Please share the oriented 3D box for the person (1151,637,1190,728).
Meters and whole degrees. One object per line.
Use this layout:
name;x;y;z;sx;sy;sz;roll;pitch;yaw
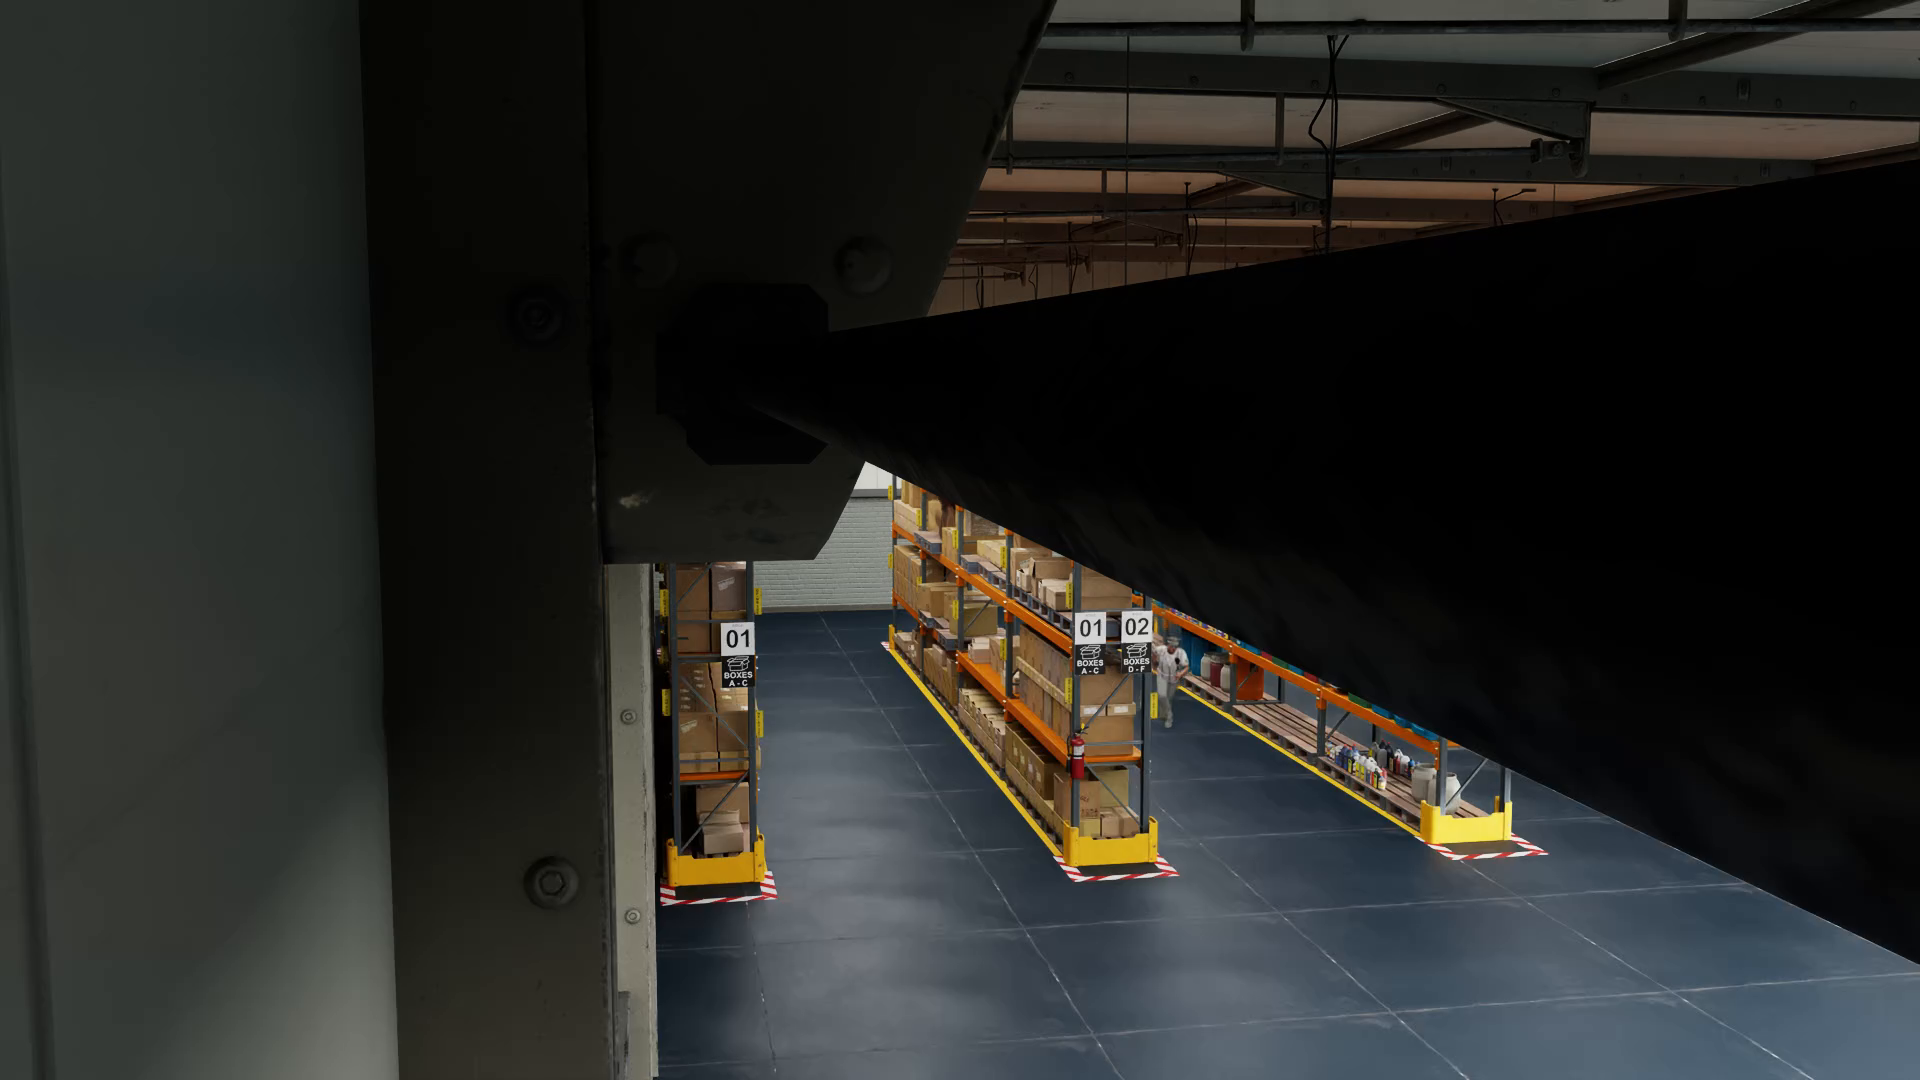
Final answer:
person;3.634;2.406;28.934;0.673;1.593;1.093;0;6;2
